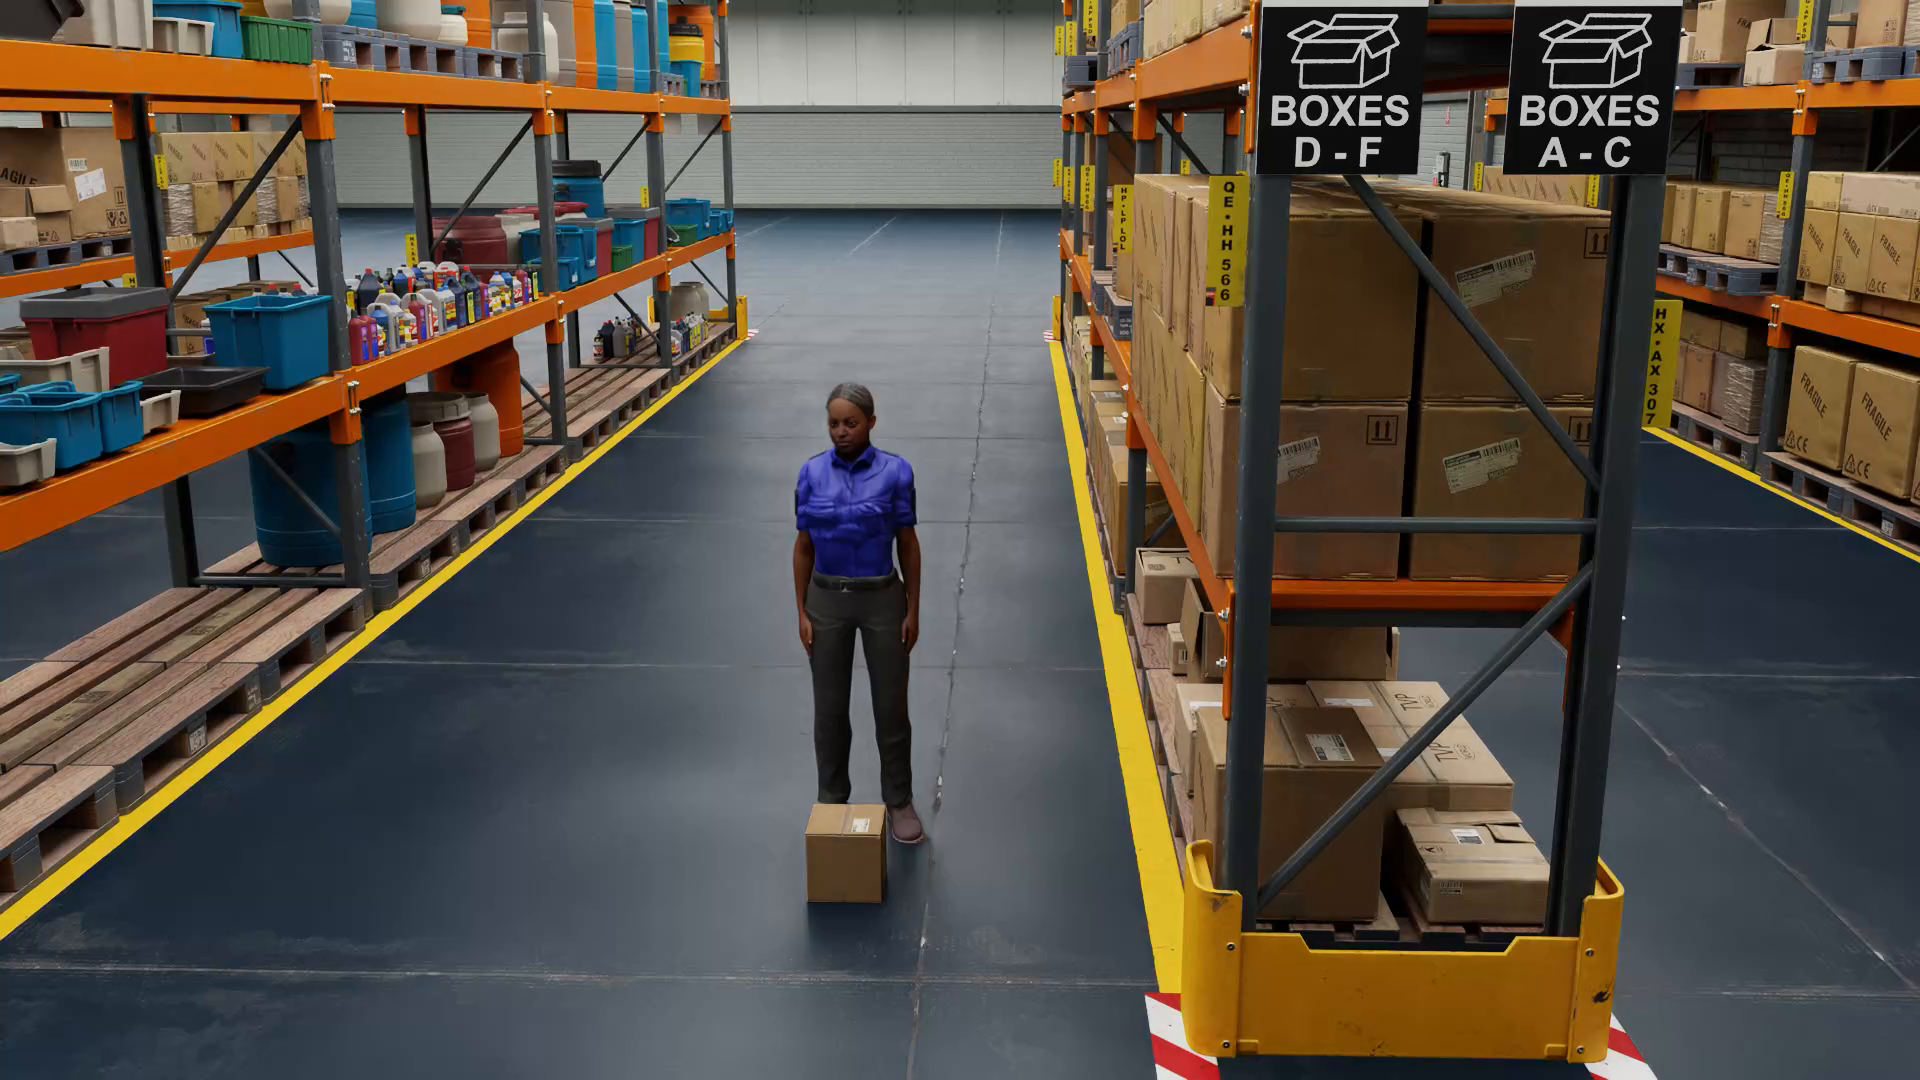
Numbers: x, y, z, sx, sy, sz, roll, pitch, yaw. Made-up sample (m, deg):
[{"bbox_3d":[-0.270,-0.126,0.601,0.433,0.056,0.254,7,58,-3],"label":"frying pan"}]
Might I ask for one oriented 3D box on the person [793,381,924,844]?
[{"bbox_3d":[-0.362,0.269,5.947,0.468,1.679,0.318,1,14,3],"label":"person"}]
